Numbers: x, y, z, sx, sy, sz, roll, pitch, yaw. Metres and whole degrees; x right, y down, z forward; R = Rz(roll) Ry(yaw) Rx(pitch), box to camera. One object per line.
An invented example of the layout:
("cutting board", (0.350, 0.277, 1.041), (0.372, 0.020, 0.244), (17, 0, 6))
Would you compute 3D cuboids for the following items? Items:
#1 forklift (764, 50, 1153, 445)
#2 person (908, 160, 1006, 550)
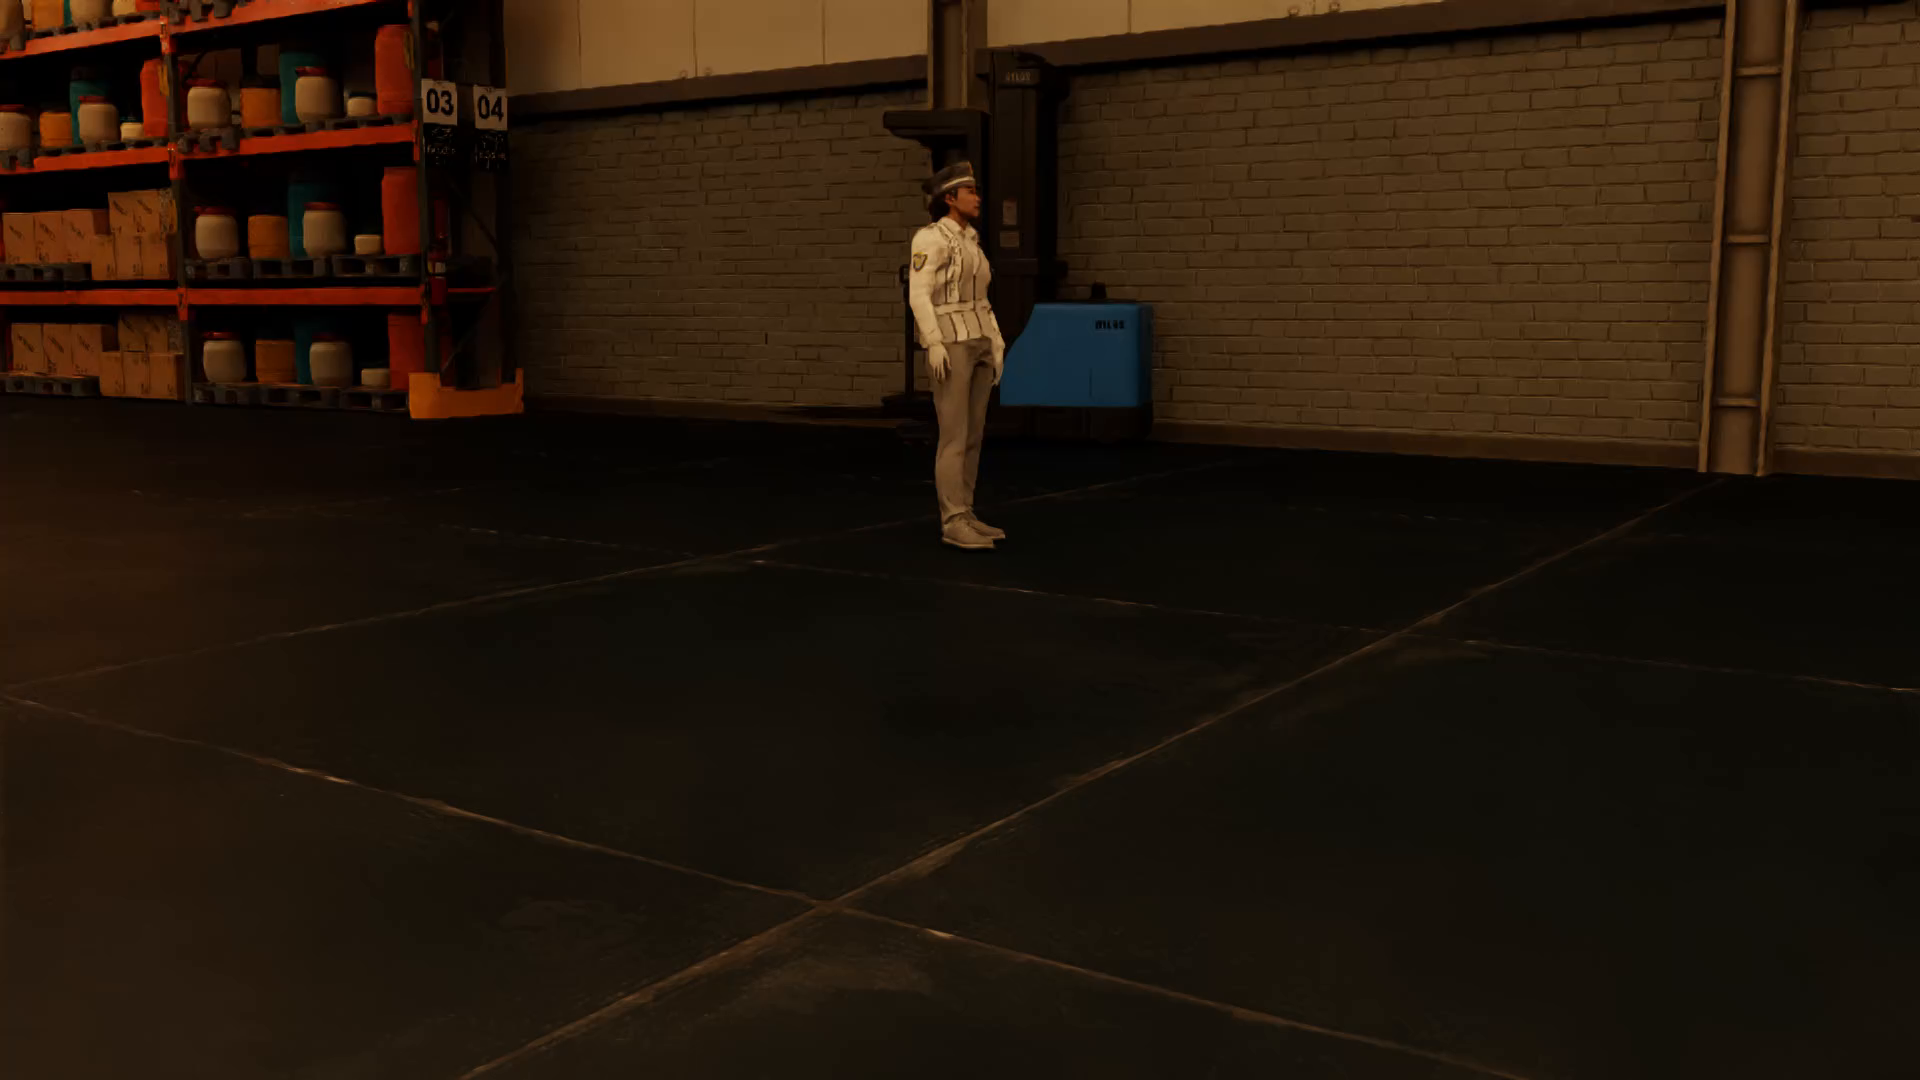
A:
("forklift", (-0.015, -2.250, 13.018), (3.031, 2.935, 1.130), (2, 8, 14))
("person", (0.052, -0.840, 7.440), (0.533, 1.695, 0.586), (5, 10, 34))
